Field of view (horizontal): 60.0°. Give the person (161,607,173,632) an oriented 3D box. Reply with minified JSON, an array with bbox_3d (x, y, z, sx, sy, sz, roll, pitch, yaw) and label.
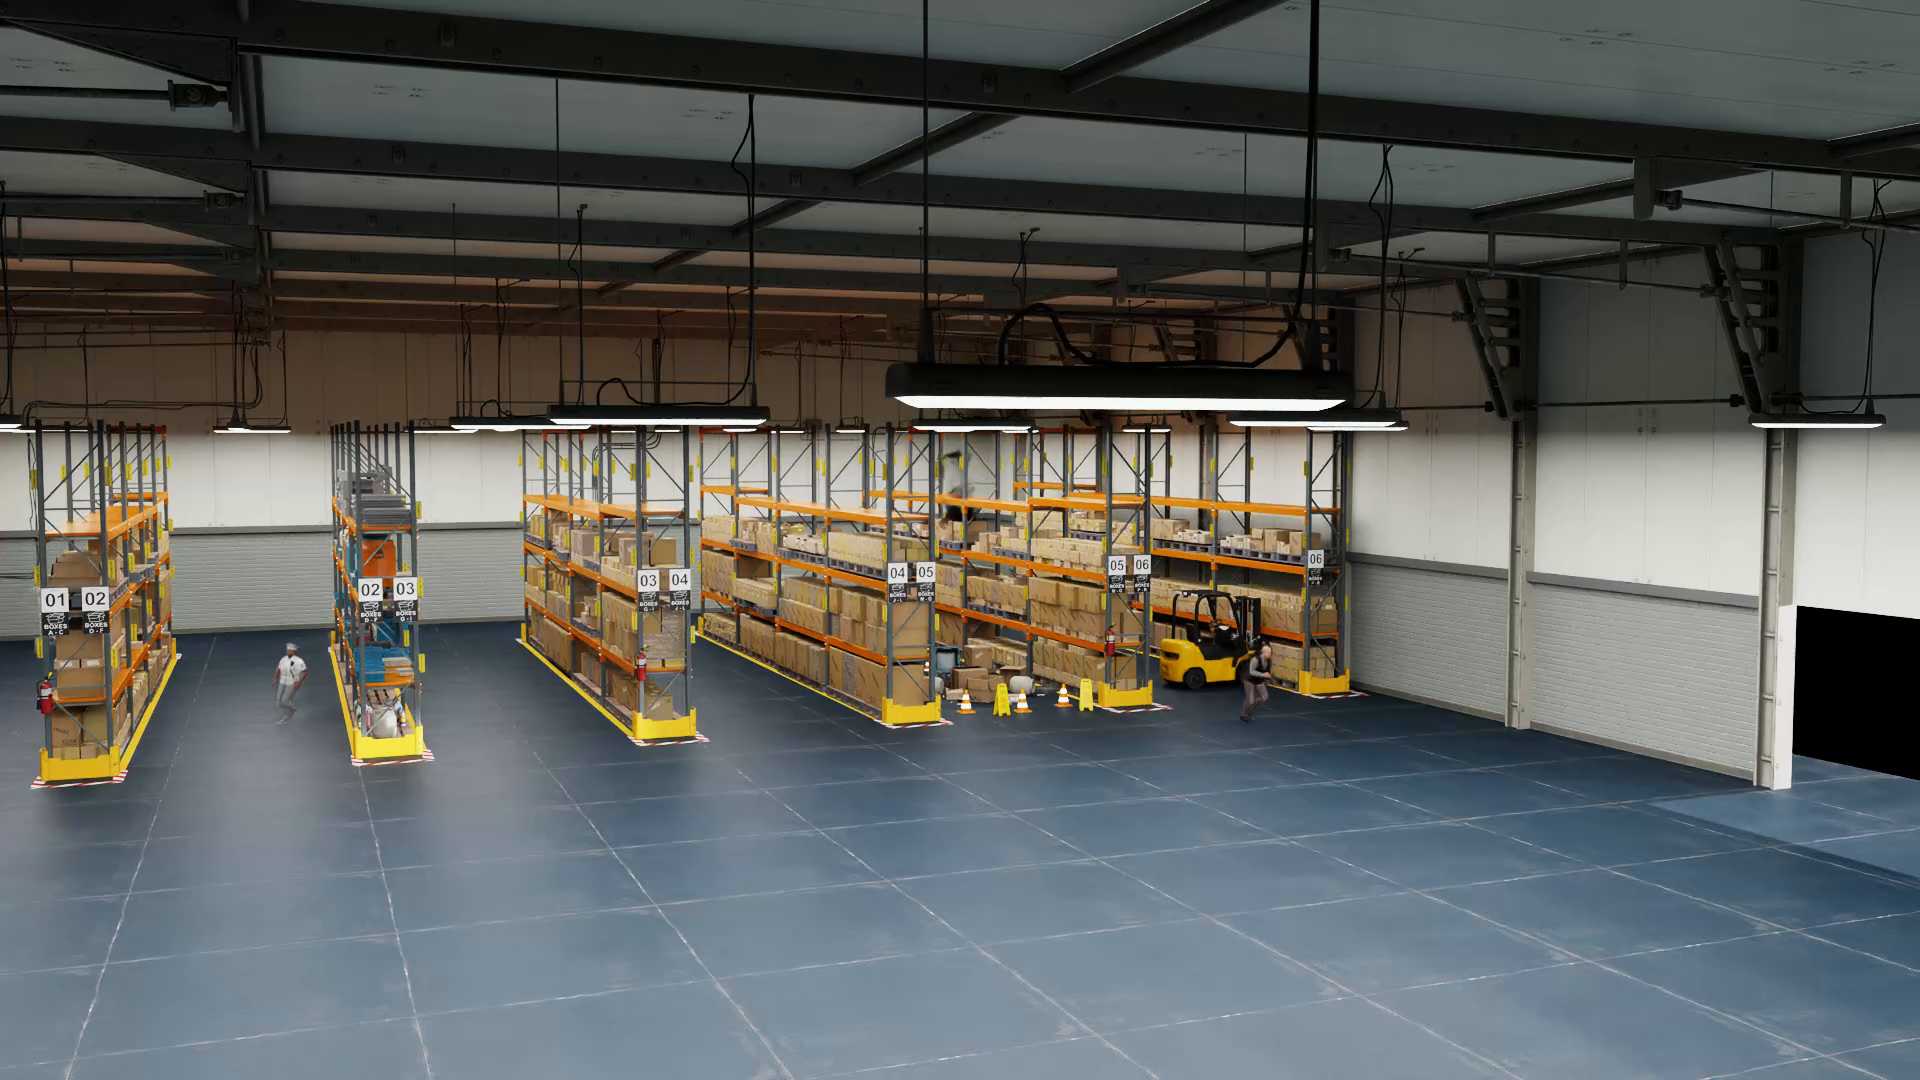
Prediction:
[{"bbox_3d":[-21.166,2.105,43.900,0.685,1.780,0.657,0,4,0],"label":"person"}]

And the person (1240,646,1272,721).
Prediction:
[{"bbox_3d":[5.976,2.865,33.215,0.687,1.555,0.885,-3,4,-36],"label":"person"}]

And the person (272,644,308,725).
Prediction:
[{"bbox_3d":[-13.286,2.855,32.885,0.630,1.630,0.477,1,4,14],"label":"person"}]
